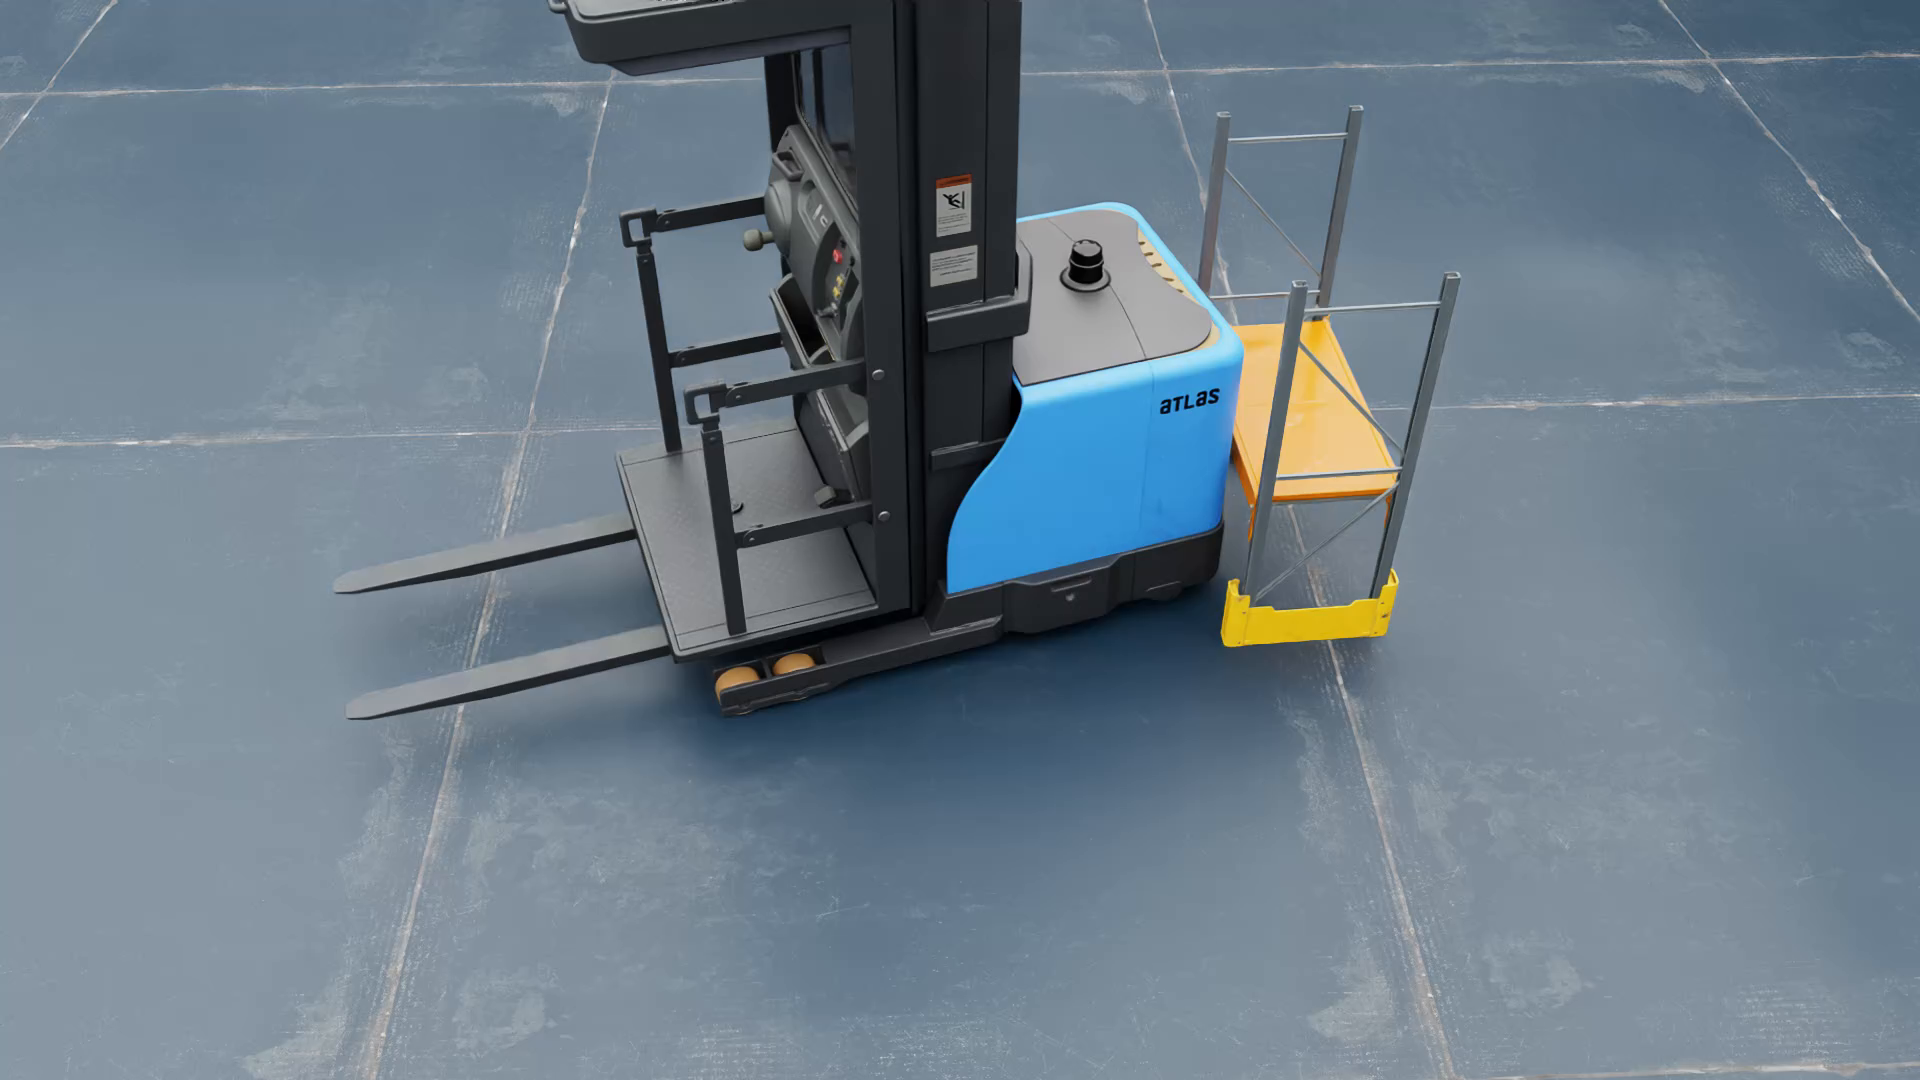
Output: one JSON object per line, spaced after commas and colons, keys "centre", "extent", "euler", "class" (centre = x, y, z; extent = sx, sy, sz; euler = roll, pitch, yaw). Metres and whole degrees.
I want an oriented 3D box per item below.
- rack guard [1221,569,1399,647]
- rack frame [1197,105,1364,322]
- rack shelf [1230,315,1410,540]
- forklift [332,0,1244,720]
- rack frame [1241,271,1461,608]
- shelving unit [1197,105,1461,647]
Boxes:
{"centre": [1.217, 0.237, 5.806], "extent": [0.587, 0.250, 0.087], "euler": [-4, 43, -4], "class": "rack guard"}
{"centre": [1.115, -0.894, 6.115], "extent": [0.500, 1.500, 0.032], "euler": [-4, 43, -4], "class": "rack frame"}
{"centre": [1.167, -0.419, 5.864], "extent": [0.538, 0.185, 1.000], "euler": [-4, 43, -4], "class": "rack shelf"}
{"centre": [-0.636, -0.895, 5.057], "extent": [3.031, 2.935, 1.130], "euler": [-13, 44, -14], "class": "forklift"}
{"centre": [1.219, -0.210, 5.369], "extent": [0.500, 1.500, 0.032], "euler": [-4, 43, -4], "class": "rack frame"}
{"centre": [1.166, -0.558, 5.749], "extent": [0.587, 1.500, 1.083], "euler": [-4, 43, -4], "class": "shelving unit"}
